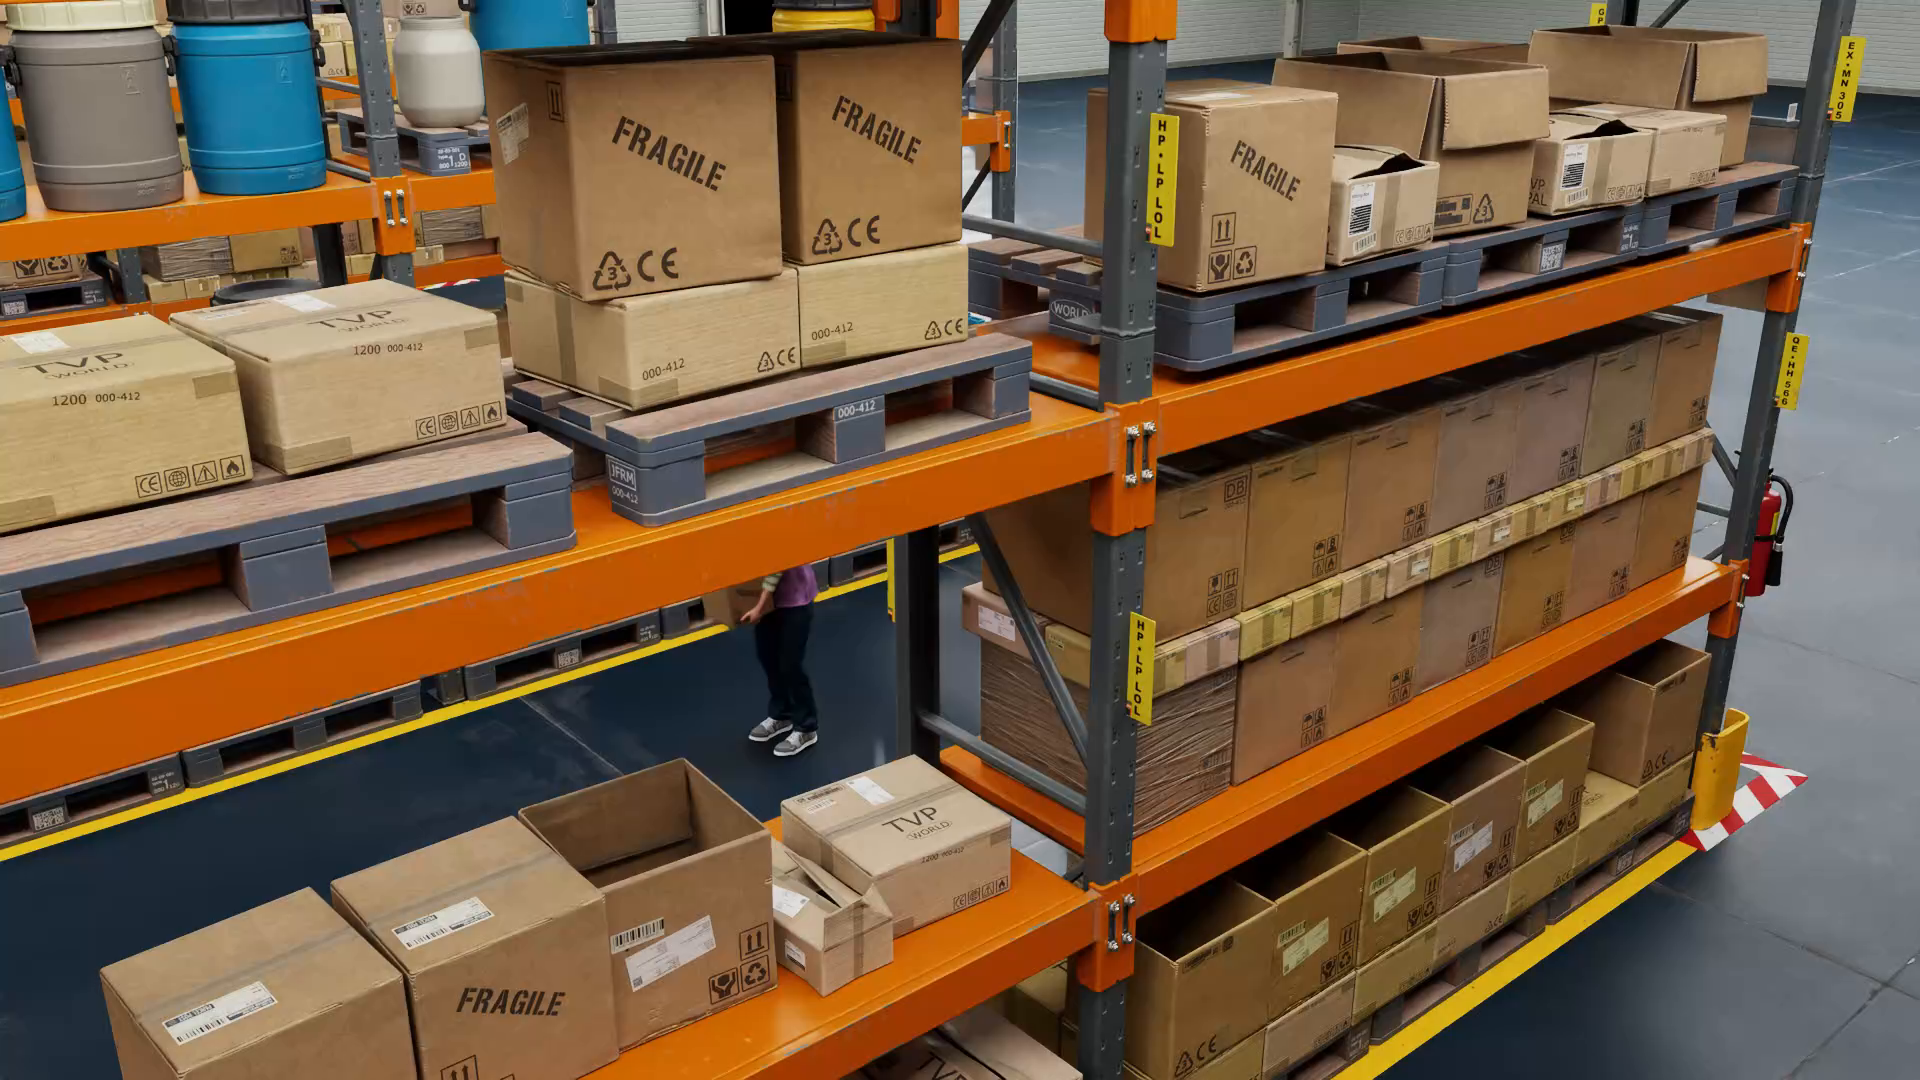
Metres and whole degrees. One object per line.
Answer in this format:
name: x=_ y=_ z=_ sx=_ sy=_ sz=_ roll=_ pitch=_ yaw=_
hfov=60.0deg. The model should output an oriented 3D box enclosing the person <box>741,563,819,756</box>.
person: x=-0.953 y=0.320 z=8.285 sx=0.508 sy=1.598 sz=0.375 roll=-18 pitch=28 yaw=-38
